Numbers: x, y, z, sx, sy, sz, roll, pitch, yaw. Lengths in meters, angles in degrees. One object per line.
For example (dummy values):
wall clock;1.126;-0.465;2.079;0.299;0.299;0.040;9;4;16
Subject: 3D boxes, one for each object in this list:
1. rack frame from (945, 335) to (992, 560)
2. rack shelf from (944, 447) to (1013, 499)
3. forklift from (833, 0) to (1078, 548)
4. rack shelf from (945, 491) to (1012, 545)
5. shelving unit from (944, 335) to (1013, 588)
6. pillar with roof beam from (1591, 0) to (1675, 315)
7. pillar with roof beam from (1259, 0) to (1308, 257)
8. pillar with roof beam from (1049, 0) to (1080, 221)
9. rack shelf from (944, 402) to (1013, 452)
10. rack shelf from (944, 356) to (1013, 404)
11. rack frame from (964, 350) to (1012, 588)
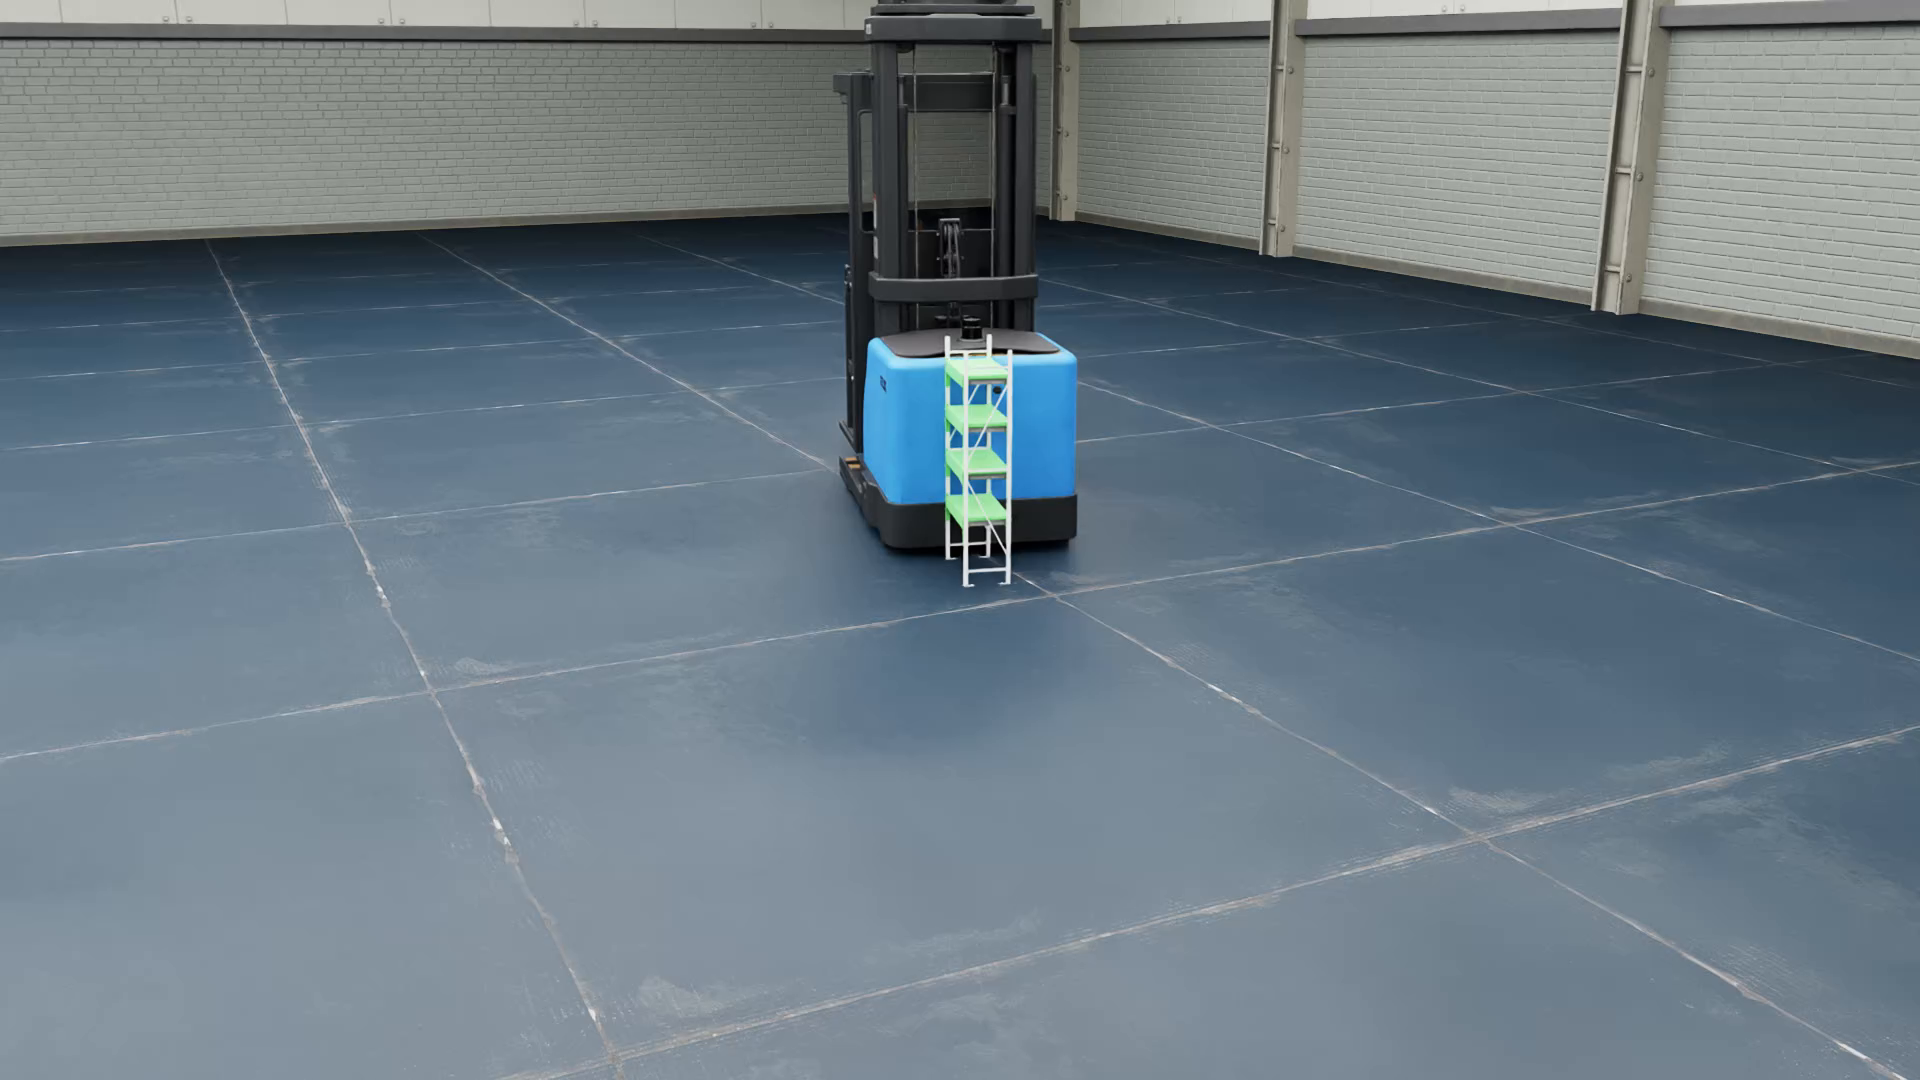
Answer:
rack frame;0.044;-0.476;8.734;0.240;1.200;0.015;-3;16;-11
rack shelf;0.090;-0.348;8.521;0.258;0.148;0.480;-3;16;-11
forklift;-0.149;-1.728;9.957;1.130;2.935;3.031;-3;16;-11
rack shelf;0.090;-0.118;8.588;0.258;0.148;0.480;-3;16;-11
shelving unit;0.090;-0.410;8.504;0.258;1.200;0.503;-3;16;-11
pillar with roof beam;3.125;-6.245;14.699;9.100;9.000;0.400;-8;18;-25
pillar with roof beam;0.496;-7.733;19.883;9.100;9.000;0.400;-8;18;-25
pillar with roof beam;-2.132;-9.221;25.068;9.100;9.000;0.400;-8;18;-25
rack shelf;0.090;-0.579;8.455;0.258;0.148;0.480;-3;16;-11
rack shelf;0.090;-0.810;8.389;0.258;0.148;0.480;-3;16;-11
rack frame;0.137;-0.344;8.274;0.240;1.200;0.015;-3;16;-11
